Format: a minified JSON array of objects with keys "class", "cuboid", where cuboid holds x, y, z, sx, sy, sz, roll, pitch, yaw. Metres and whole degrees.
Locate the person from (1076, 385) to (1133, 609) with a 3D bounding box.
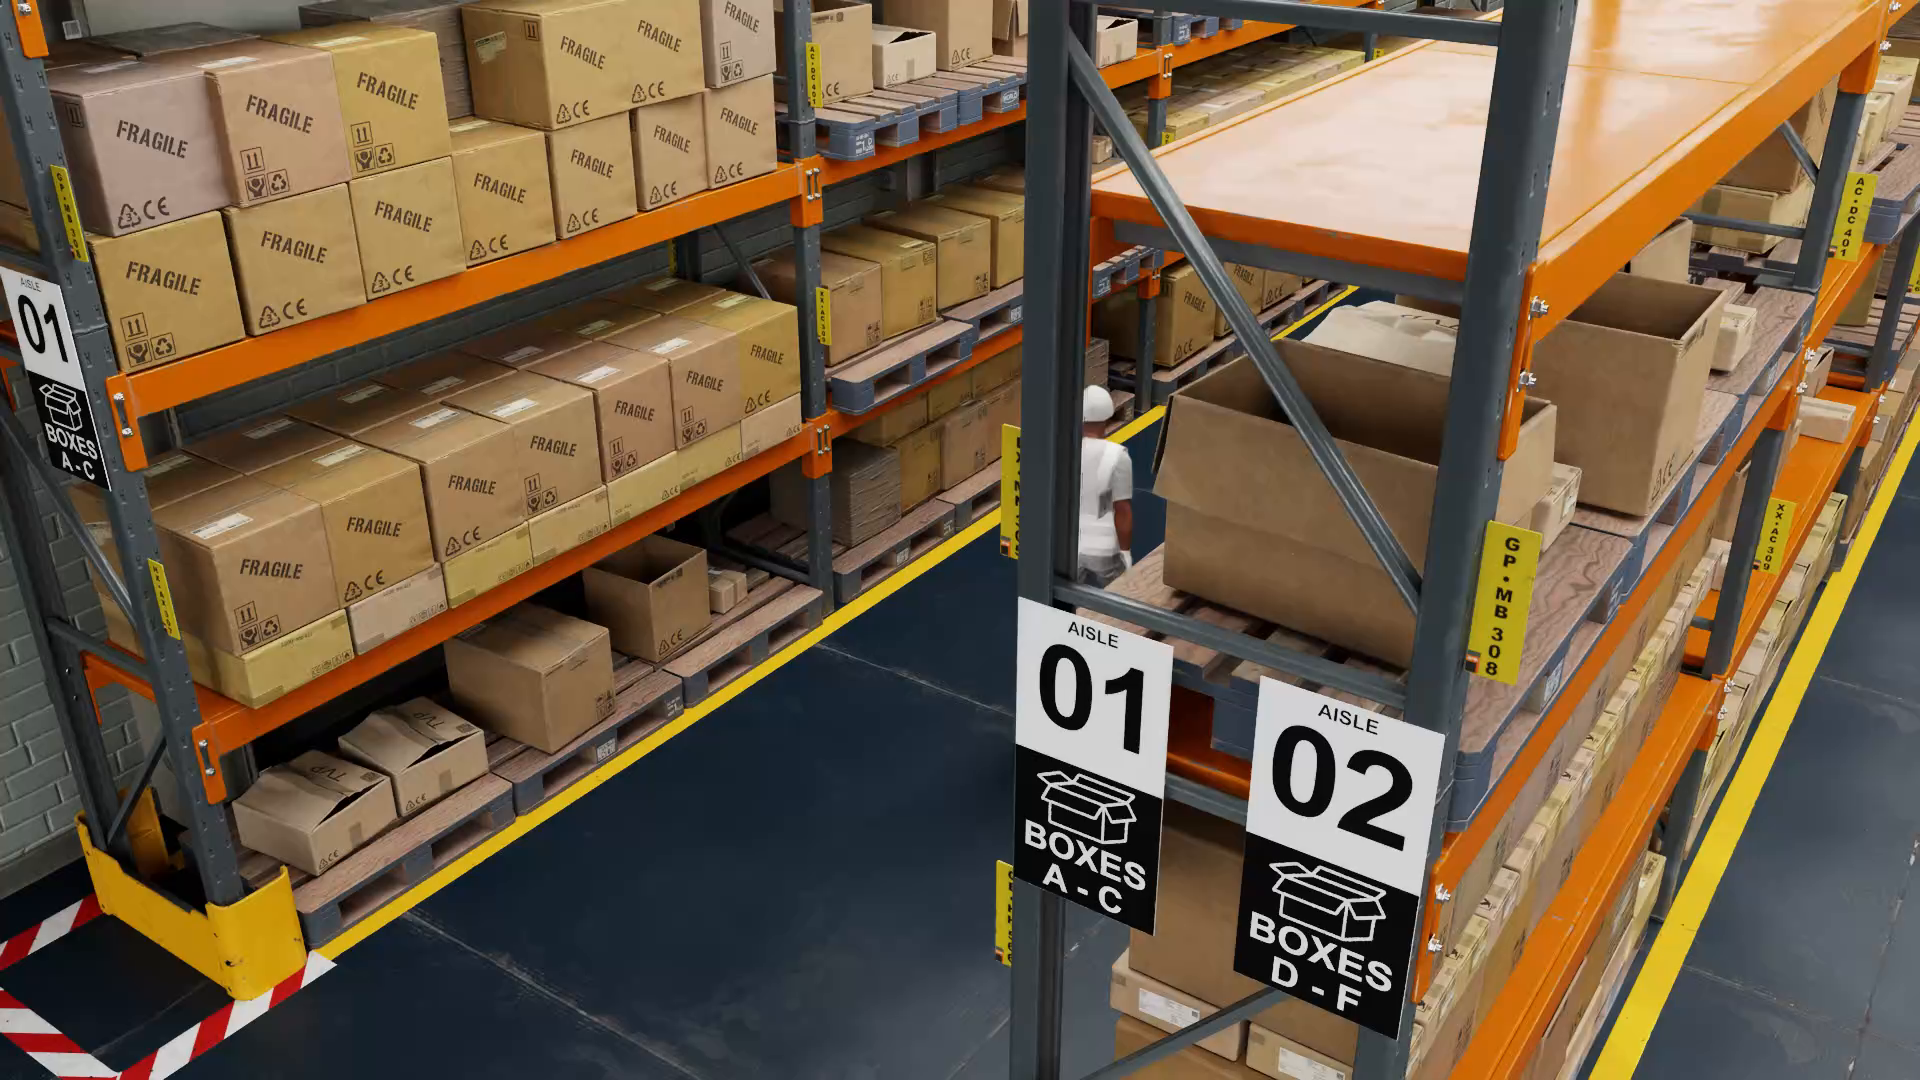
[{"class":"person","cuboid":[0.689,0.049,9.071,0.592,1.812,0.602,10,28,19]}]
